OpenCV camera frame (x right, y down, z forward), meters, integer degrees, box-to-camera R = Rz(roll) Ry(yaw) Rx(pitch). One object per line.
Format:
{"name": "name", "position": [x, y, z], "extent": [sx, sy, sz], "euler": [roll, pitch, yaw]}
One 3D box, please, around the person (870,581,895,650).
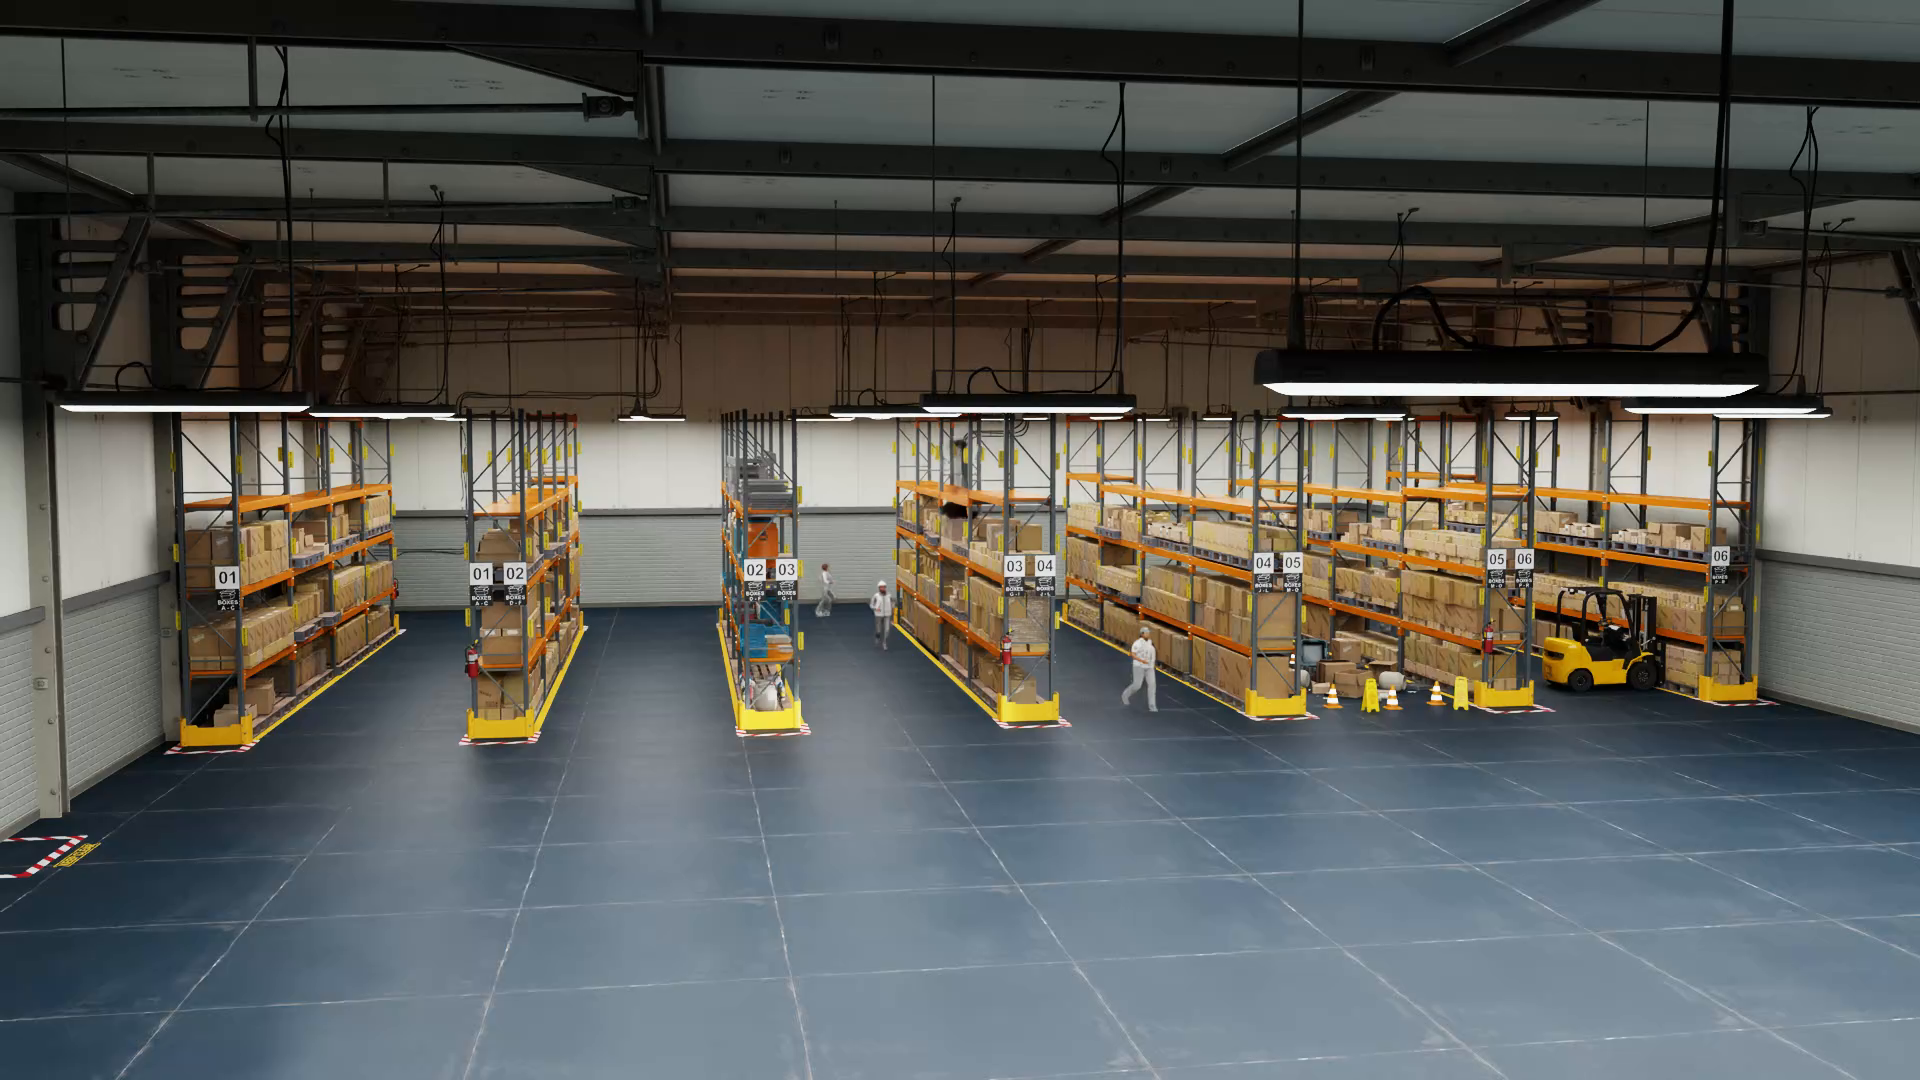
{"name": "person", "position": [-1.953, 1.914, 42.233], "extent": [0.669, 1.733, 0.760], "euler": [-1, 4, -13]}

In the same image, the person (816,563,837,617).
{"name": "person", "position": [-3.956, 1.486, 49.294], "extent": [0.667, 1.604, 0.509], "euler": [1, 4, 12]}

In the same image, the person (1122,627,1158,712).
{"name": "person", "position": [3.689, 2.570, 33.331], "extent": [0.643, 1.659, 0.959], "euler": [-3, 5, -37]}

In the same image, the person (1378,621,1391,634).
{"name": "person", "position": [11.554, 1.667, 45.410], "extent": [0.628, 1.751, 0.640], "euler": [-2, 4, -22]}
